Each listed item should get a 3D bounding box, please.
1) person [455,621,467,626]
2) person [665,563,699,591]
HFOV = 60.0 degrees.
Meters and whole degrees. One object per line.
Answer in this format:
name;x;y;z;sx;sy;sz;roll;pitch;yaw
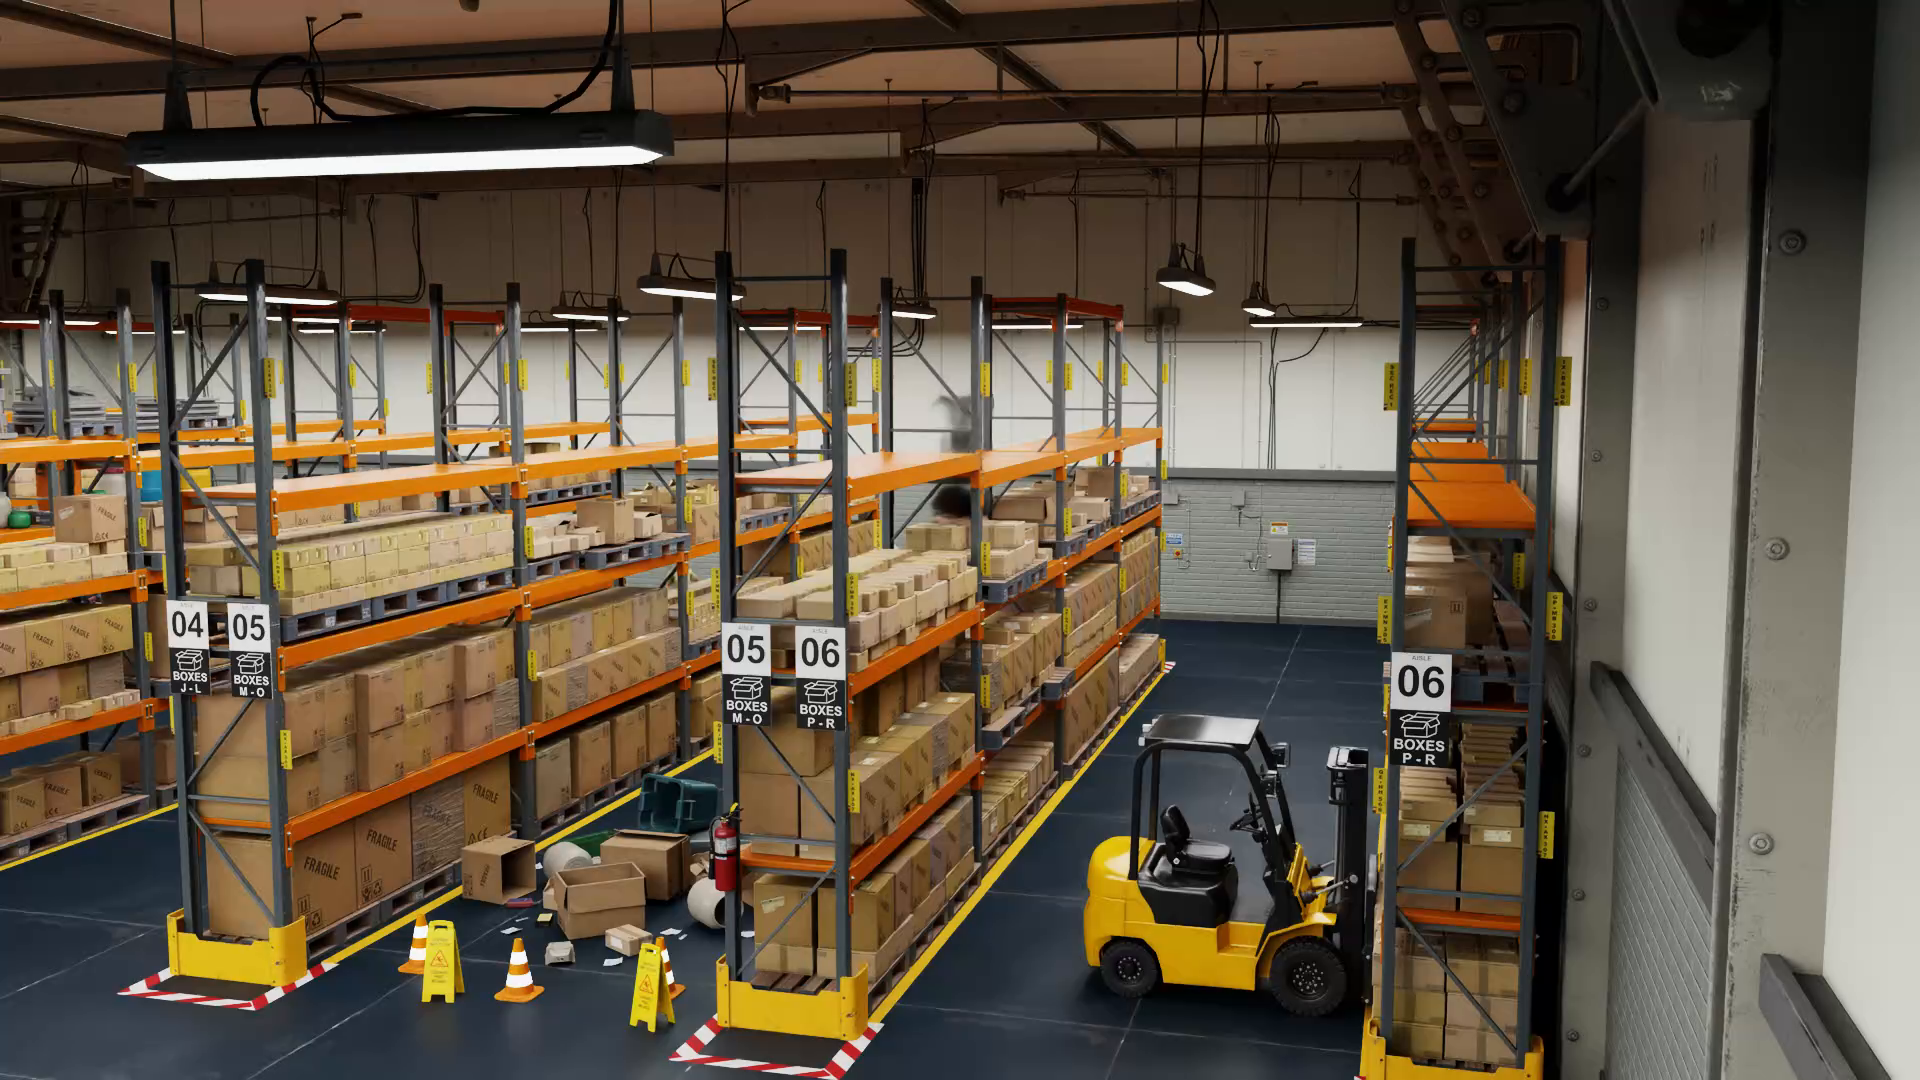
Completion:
person;-6.917;1.926;23.167;0.536;1.584;0.875;1;6;12
person;-5.096;1.120;30.621;0.636;1.615;0.701;-2;6;-16
